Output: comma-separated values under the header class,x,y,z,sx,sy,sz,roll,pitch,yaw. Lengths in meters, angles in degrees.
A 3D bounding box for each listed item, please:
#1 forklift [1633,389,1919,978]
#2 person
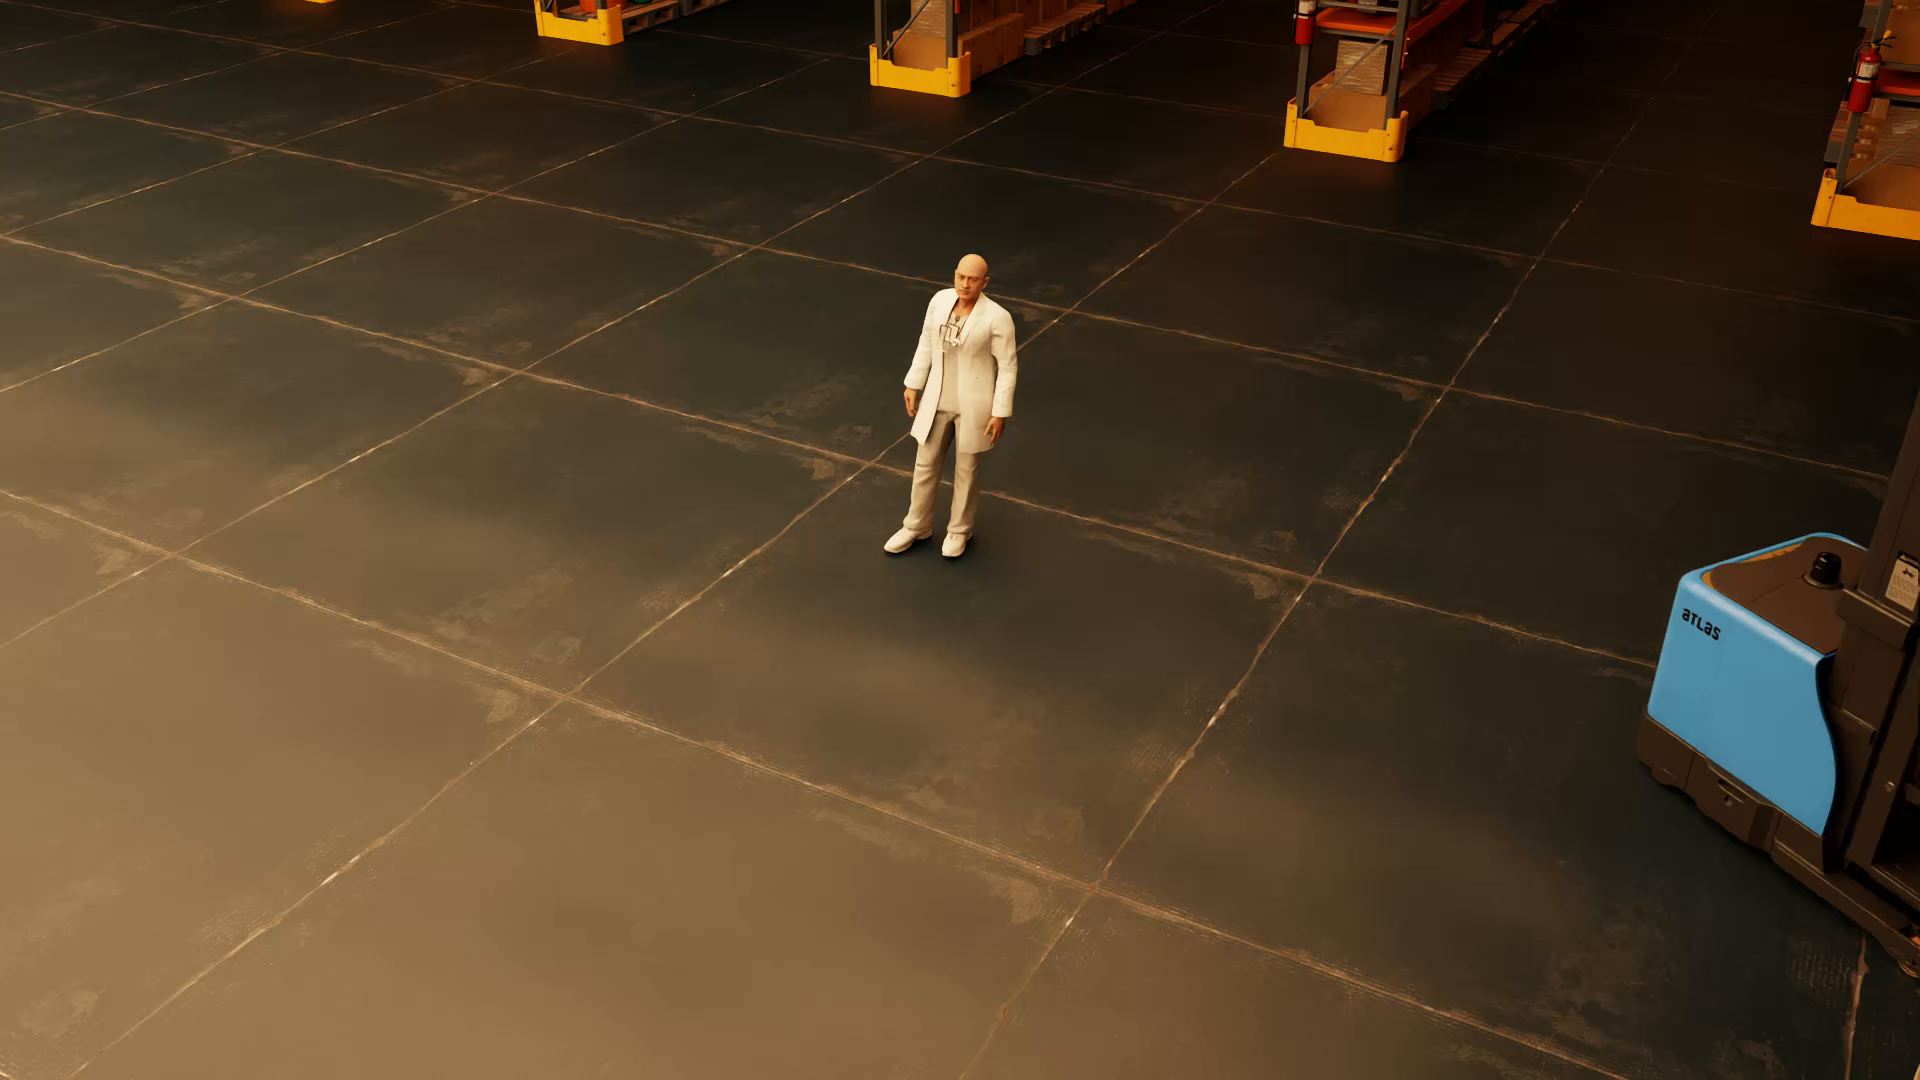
class,x,y,z,sx,sy,sz,roll,pitch,yaw
forklift,4.370,0.370,6.429,1.130,2.935,3.031,-14,33,-22
person,-0.048,-0.738,9.489,0.696,1.775,0.581,15,33,25
